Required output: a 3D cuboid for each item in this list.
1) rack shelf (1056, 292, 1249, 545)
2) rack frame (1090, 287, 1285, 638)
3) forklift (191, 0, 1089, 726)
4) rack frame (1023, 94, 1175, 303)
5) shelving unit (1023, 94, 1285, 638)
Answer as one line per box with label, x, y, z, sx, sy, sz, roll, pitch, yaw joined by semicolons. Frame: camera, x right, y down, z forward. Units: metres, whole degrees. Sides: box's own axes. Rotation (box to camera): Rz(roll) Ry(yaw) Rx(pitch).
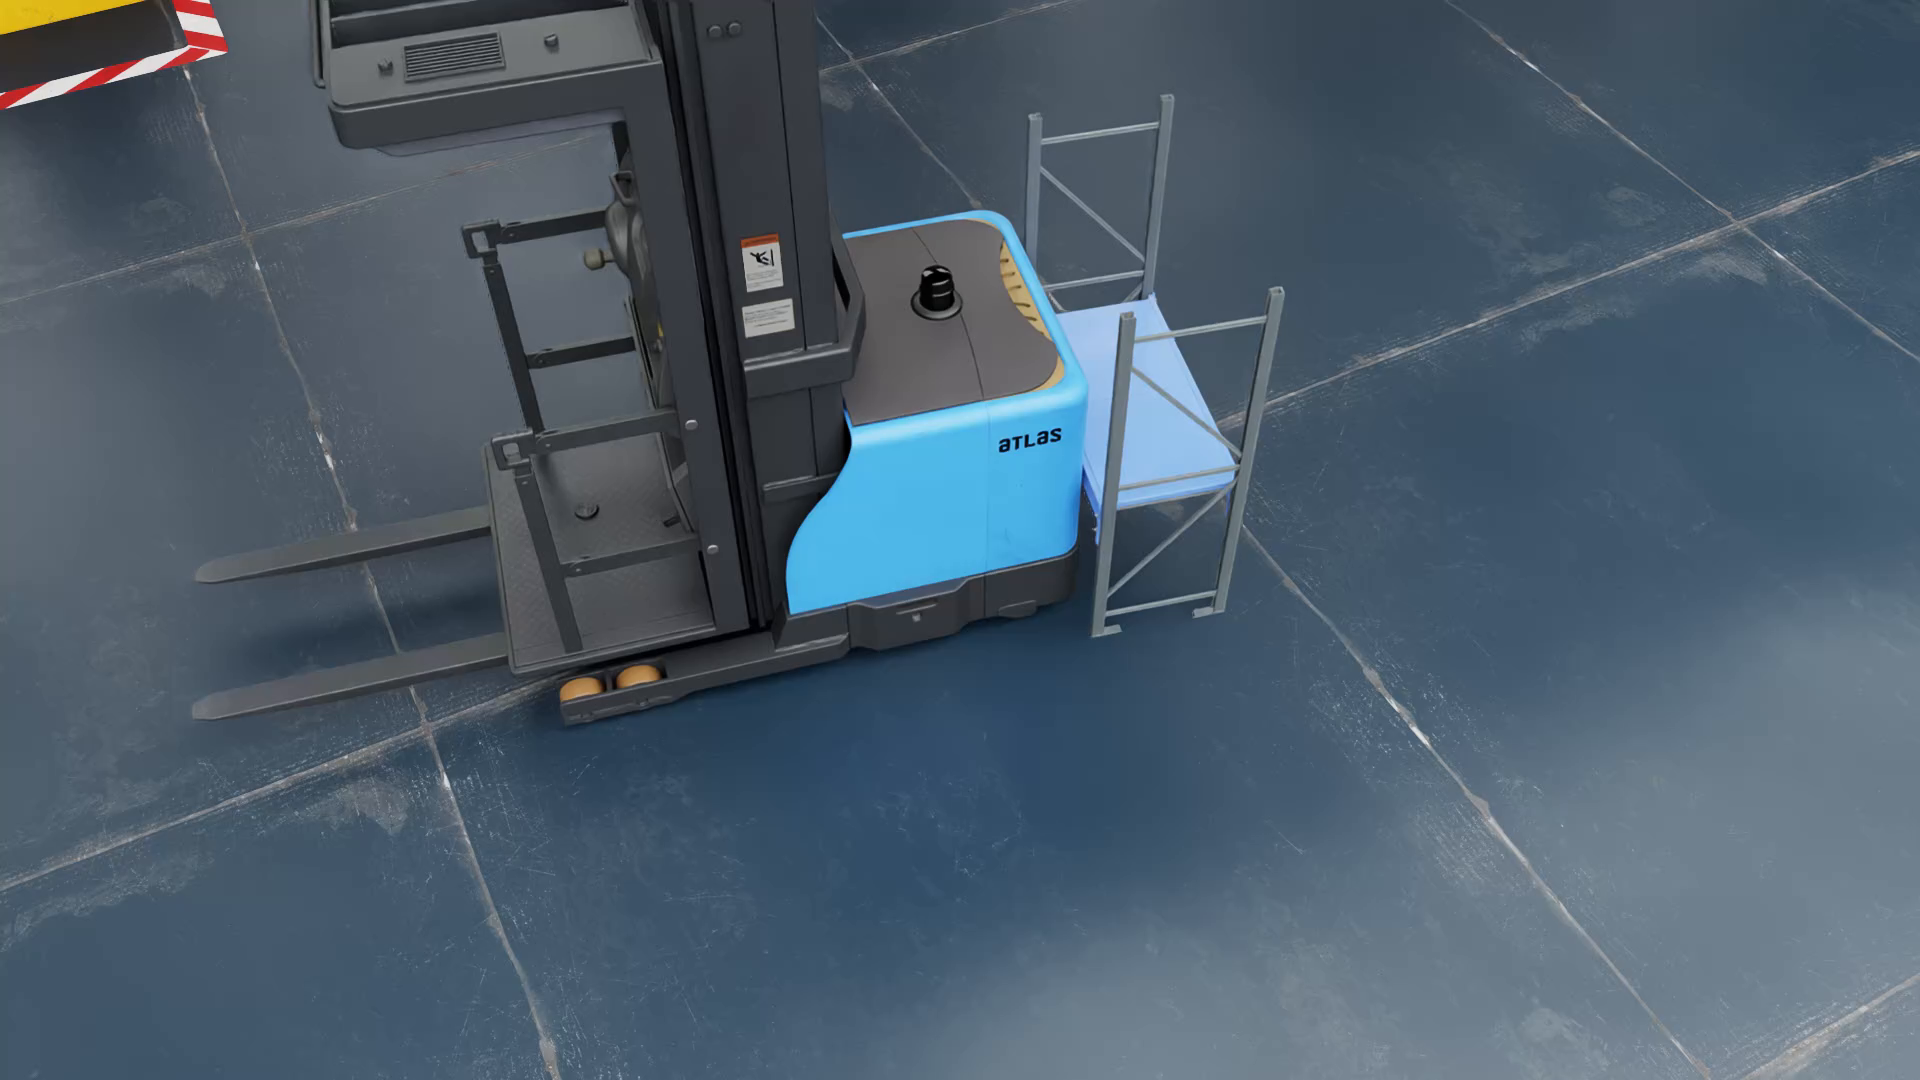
rack shelf;0.590;-0.453;5.888;0.538;0.185;1.000;-10;50;-9
rack frame;0.711;-0.199;5.428;0.500;1.500;0.032;-10;50;-9
forklift;-1.149;-0.784;4.989;3.031;2.935;1.130;-12;50;-10
rack frame;0.470;-0.943;6.078;0.500;1.500;0.032;-10;50;-9
shelving unit;0.590;-0.571;5.753;0.538;1.500;1.048;-10;50;-9
